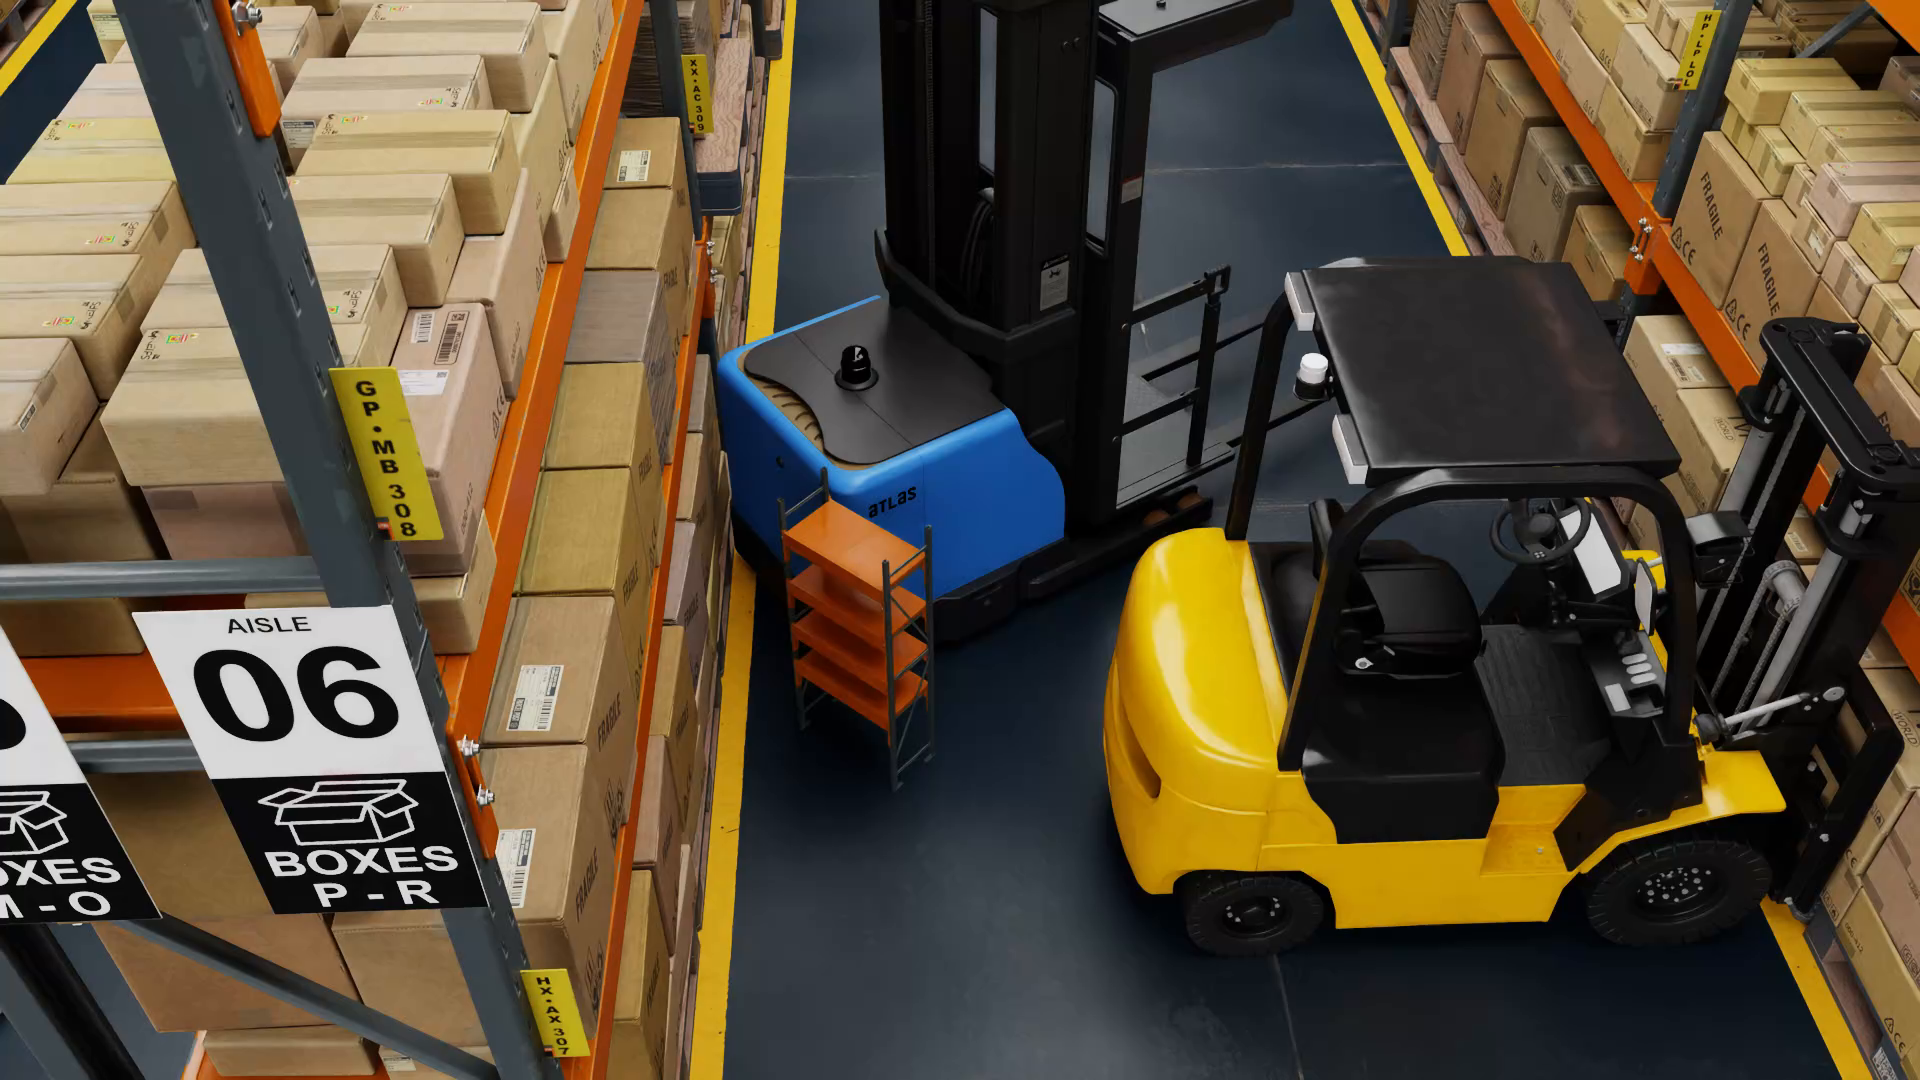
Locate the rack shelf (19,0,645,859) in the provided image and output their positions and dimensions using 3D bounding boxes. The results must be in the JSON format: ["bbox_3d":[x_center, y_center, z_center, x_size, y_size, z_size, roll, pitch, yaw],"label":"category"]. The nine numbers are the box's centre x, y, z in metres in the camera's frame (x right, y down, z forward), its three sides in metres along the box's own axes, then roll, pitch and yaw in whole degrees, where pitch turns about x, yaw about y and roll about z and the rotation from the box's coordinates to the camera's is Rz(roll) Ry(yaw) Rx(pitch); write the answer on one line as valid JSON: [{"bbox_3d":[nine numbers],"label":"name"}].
[{"bbox_3d":[-1.470,-0.868,4.439,1.077,0.370,4.000,-2,43,-2],"label":"rack shelf"}]

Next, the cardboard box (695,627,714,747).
[{"bbox_3d":[-1.212,0.575,6.277,0.500,0.250,0.500,-1,43,-1],"label":"cardboard box"}]

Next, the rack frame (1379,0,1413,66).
[{"bbox_3d":[3.234,-4.223,9.787,1.000,3.000,0.127,-2,43,-2],"label":"rack frame"}]

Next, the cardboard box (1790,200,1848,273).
[{"bbox_3d":[3.142,-1.057,5.779,0.380,0.149,0.250,-1,43,-1],"label":"cardboard box"}]

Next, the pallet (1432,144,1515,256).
[{"bbox_3d":[3.279,-1.817,9.225,1.003,0.211,1.213,-2,43,-2],"label":"pallet"}]

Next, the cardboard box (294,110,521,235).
[{"bbox_3d":[-1.109,-0.742,3.365,0.380,0.149,0.250,-2,43,-2],"label":"cardboard box"}]

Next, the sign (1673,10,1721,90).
[{"bbox_3d":[2.862,-1.898,6.452,0.100,0.325,0.005,-2,43,-2],"label":"sign"}]

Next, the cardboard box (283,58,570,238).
[{"bbox_3d":[-1.199,-0.873,3.803,0.500,0.250,0.500,0,43,-1],"label":"cardboard box"}]

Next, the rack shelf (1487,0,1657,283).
[{"bbox_3d":[3.319,-2.608,8.557,1.077,0.370,4.000,-2,43,-2],"label":"rack shelf"}]

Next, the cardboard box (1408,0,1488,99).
[{"bbox_3d":[3.247,-3.081,9.988,0.875,0.625,0.625,0,43,0],"label":"cardboard box"}]

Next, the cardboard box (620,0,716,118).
[{"bbox_3d":[-1.289,-2.004,6.761,0.500,0.500,0.500,-1,43,-1],"label":"cardboard box"}]

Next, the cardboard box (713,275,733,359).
[{"bbox_3d":[-1.580,-0.918,7.815,0.950,0.372,0.625,-1,43,-1],"label":"cardboard box"}]

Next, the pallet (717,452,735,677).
[{"bbox_3d":[-1.491,0.103,7.132,1.003,0.211,1.213,-2,43,-2],"label":"pallet"}]

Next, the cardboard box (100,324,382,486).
[{"bbox_3d":[-1.197,-0.230,2.807,0.380,0.149,0.250,-2,43,-2],"label":"cardboard box"}]

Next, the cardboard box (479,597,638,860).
[{"bbox_3d":[-1.154,0.499,4.342,0.500,0.500,0.500,0,43,0],"label":"cardboard box"}]

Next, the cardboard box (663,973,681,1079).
[{"bbox_3d":[-1.143,1.629,5.127,0.500,0.250,0.500,-2,43,-2],"label":"cardboard box"}]

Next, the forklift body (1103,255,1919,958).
[{"bbox_3d":[1.670,0.263,5.521,2.313,2.155,1.214,-2,43,-2],"label":"forklift body"}]

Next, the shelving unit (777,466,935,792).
[{"bbox_3d":[-0.366,0.350,6.130,0.503,1.200,0.258,29,50,28],"label":"shelving unit"}]

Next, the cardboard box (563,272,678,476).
[{"bbox_3d":[-1.233,-0.534,5.468,0.500,0.500,0.500,-1,43,-1],"label":"cardboard box"}]

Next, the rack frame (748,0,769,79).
[{"bbox_3d":[-1.725,-4.078,9.629,1.000,3.000,0.127,-2,43,-2],"label":"rack frame"}]

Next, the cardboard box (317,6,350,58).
[{"bbox_3d":[-1.747,-1.206,4.166,0.500,0.250,0.500,-1,43,-1],"label":"cardboard box"}]

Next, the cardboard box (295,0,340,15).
[{"bbox_3d":[-1.719,-1.416,4.100,0.380,0.149,0.250,-1,43,-1],"label":"cardboard box"}]

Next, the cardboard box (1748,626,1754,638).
[{"bbox_3d":[3.170,0.508,5.980,0.500,0.250,0.500,-2,43,-2],"label":"cardboard box"}]

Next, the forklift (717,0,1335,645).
[{"bbox_3d":[0.517,-1.321,6.672,3.031,2.935,1.130,-25,48,-25],"label":"forklift"}]

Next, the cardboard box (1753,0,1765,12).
[{"bbox_3d":[3.634,-2.394,7.237,0.380,0.149,0.250,-2,43,-2],"label":"cardboard box"}]

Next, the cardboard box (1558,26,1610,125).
[{"bbox_3d":[3.094,-2.139,7.625,0.500,0.250,0.500,-2,43,-2],"label":"cardboard box"}]

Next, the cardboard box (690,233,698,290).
[{"bbox_3d":[-1.237,-1.077,6.541,0.380,0.149,0.250,-2,43,-2],"label":"cardboard box"}]

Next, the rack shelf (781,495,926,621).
[{"bbox_3d":[-0.366,0.060,5.865,0.480,0.148,0.258,29,50,28],"label":"rack shelf"}]

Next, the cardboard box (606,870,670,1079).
[{"bbox_3d":[-1.145,1.336,4.891,0.500,0.500,0.500,-3,43,-3],"label":"cardboard box"}]

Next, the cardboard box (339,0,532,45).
[{"bbox_3d":[-1.230,-1.259,3.929,0.380,0.149,0.250,-1,43,-1],"label":"cardboard box"}]

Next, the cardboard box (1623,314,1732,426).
[{"bbox_3d":[3.111,-0.697,6.924,0.500,0.250,0.500,-2,43,-2],"label":"cardboard box"}]

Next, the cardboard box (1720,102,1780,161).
[{"bbox_3d":[3.155,-1.576,6.345,0.380,0.149,0.250,-2,43,-2],"label":"cardboard box"}]

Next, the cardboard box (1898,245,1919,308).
[{"bbox_3d":[3.255,-0.817,5.297,0.380,0.149,0.250,-2,43,-2],"label":"cardboard box"}]

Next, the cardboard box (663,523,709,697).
[{"bbox_3d":[-1.216,0.284,6.039,0.500,0.500,0.500,0,43,0],"label":"cardboard box"}]

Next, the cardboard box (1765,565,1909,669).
[{"bbox_3d":[3.170,0.339,5.794,0.500,0.250,0.500,-2,43,-3],"label":"cardboard box"}]

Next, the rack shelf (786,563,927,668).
[{"bbox_3d":[-0.366,0.235,6.024,0.480,0.148,0.258,29,50,28],"label":"rack shelf"}]

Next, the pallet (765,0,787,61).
[{"bbox_3d":[-1.683,-3.585,11.154,1.003,0.211,1.213,-2,43,-2],"label":"pallet"}]

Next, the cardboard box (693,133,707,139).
[{"bbox_3d":[-1.263,-1.822,7.043,0.380,0.149,0.250,-1,43,-1],"label":"cardboard box"}]

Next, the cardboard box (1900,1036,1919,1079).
[{"bbox_3d":[3.238,1.728,5.018,0.500,0.250,0.500,-1,43,-1],"label":"cardboard box"}]

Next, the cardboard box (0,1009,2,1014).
[{"bbox_3d":[-3.459,1.547,5.602,0.380,0.149,0.250,19,46,20],"label":"cardboard box"}]

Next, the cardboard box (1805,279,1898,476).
[{"bbox_3d":[3.223,-0.560,5.716,0.500,0.500,0.500,-2,43,-2],"label":"cardboard box"}]

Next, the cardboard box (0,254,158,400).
[{"bbox_3d":[-1.667,-0.380,2.970,0.380,0.149,0.250,-1,43,-1],"label":"cardboard box"}]

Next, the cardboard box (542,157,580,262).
[{"bbox_3d":[-1.134,-0.796,4.014,0.380,0.149,0.250,-1,43,-1],"label":"cardboard box"}]

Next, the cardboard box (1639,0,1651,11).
[{"bbox_3d":[3.181,-2.363,7.204,0.380,0.149,0.250,-2,43,-2],"label":"cardboard box"}]

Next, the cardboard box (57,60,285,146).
[{"bbox_3d":[-1.659,-0.889,3.526,0.380,0.149,0.250,-2,43,-2],"label":"cardboard box"}]

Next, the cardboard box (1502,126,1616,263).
[{"bbox_3d":[3.345,-1.678,8.457,0.875,0.625,0.625,-2,43,-2],"label":"cardboard box"}]

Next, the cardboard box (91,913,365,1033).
[{"bbox_3d":[-1.684,0.818,3.994,0.500,0.500,0.500,-2,43,-3],"label":"cardboard box"}]

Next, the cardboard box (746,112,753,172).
[{"bbox_3d":[-1.672,-2.385,9.415,0.950,0.372,0.625,-2,43,-3],"label":"cardboard box"}]

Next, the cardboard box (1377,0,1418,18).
[{"bbox_3d":[3.001,-3.736,10.795,0.500,0.500,0.500,-1,43,-1],"label":"cardboard box"}]

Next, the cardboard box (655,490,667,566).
[{"bbox_3d":[-1.163,-0.045,5.415,0.380,0.149,0.250,-1,43,-1],"label":"cardboard box"}]

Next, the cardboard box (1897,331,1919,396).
[{"bbox_3d":[3.200,-0.532,5.206,0.380,0.149,0.250,-2,43,-3],"label":"cardboard box"}]

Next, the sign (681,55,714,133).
[{"bbox_3d":[-1.014,-1.718,6.413,0.100,0.325,0.005,-2,43,-2],"label":"sign"}]

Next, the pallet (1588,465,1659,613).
[{"bbox_3d":[3.396,0.043,7.196,1.003,0.211,1.213,-2,43,-2],"label":"pallet"}]

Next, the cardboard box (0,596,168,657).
[{"bbox_3d":[-1.680,0.077,3.062,0.380,0.149,0.250,-1,43,-2],"label":"cardboard box"}]

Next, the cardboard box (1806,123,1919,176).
[{"bbox_3d":[3.242,-1.339,5.866,0.380,0.149,0.250,-2,43,-3],"label":"cardboard box"}]

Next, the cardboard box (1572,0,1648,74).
[{"bbox_3d":[3.098,-2.323,7.455,0.500,0.250,0.500,-3,43,-3],"label":"cardboard box"}]

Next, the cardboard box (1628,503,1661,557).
[{"bbox_3d":[3.130,0.014,6.888,0.500,0.250,0.500,-3,43,-3],"label":"cardboard box"}]

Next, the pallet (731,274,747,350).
[{"bbox_3d":[-1.590,-0.875,8.199,1.003,0.211,1.213,-2,43,-2],"label":"pallet"}]

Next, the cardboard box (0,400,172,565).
[{"bbox_3d":[-1.676,-0.175,3.042,0.500,0.250,0.500,-2,43,-2],"label":"cardboard box"}]
